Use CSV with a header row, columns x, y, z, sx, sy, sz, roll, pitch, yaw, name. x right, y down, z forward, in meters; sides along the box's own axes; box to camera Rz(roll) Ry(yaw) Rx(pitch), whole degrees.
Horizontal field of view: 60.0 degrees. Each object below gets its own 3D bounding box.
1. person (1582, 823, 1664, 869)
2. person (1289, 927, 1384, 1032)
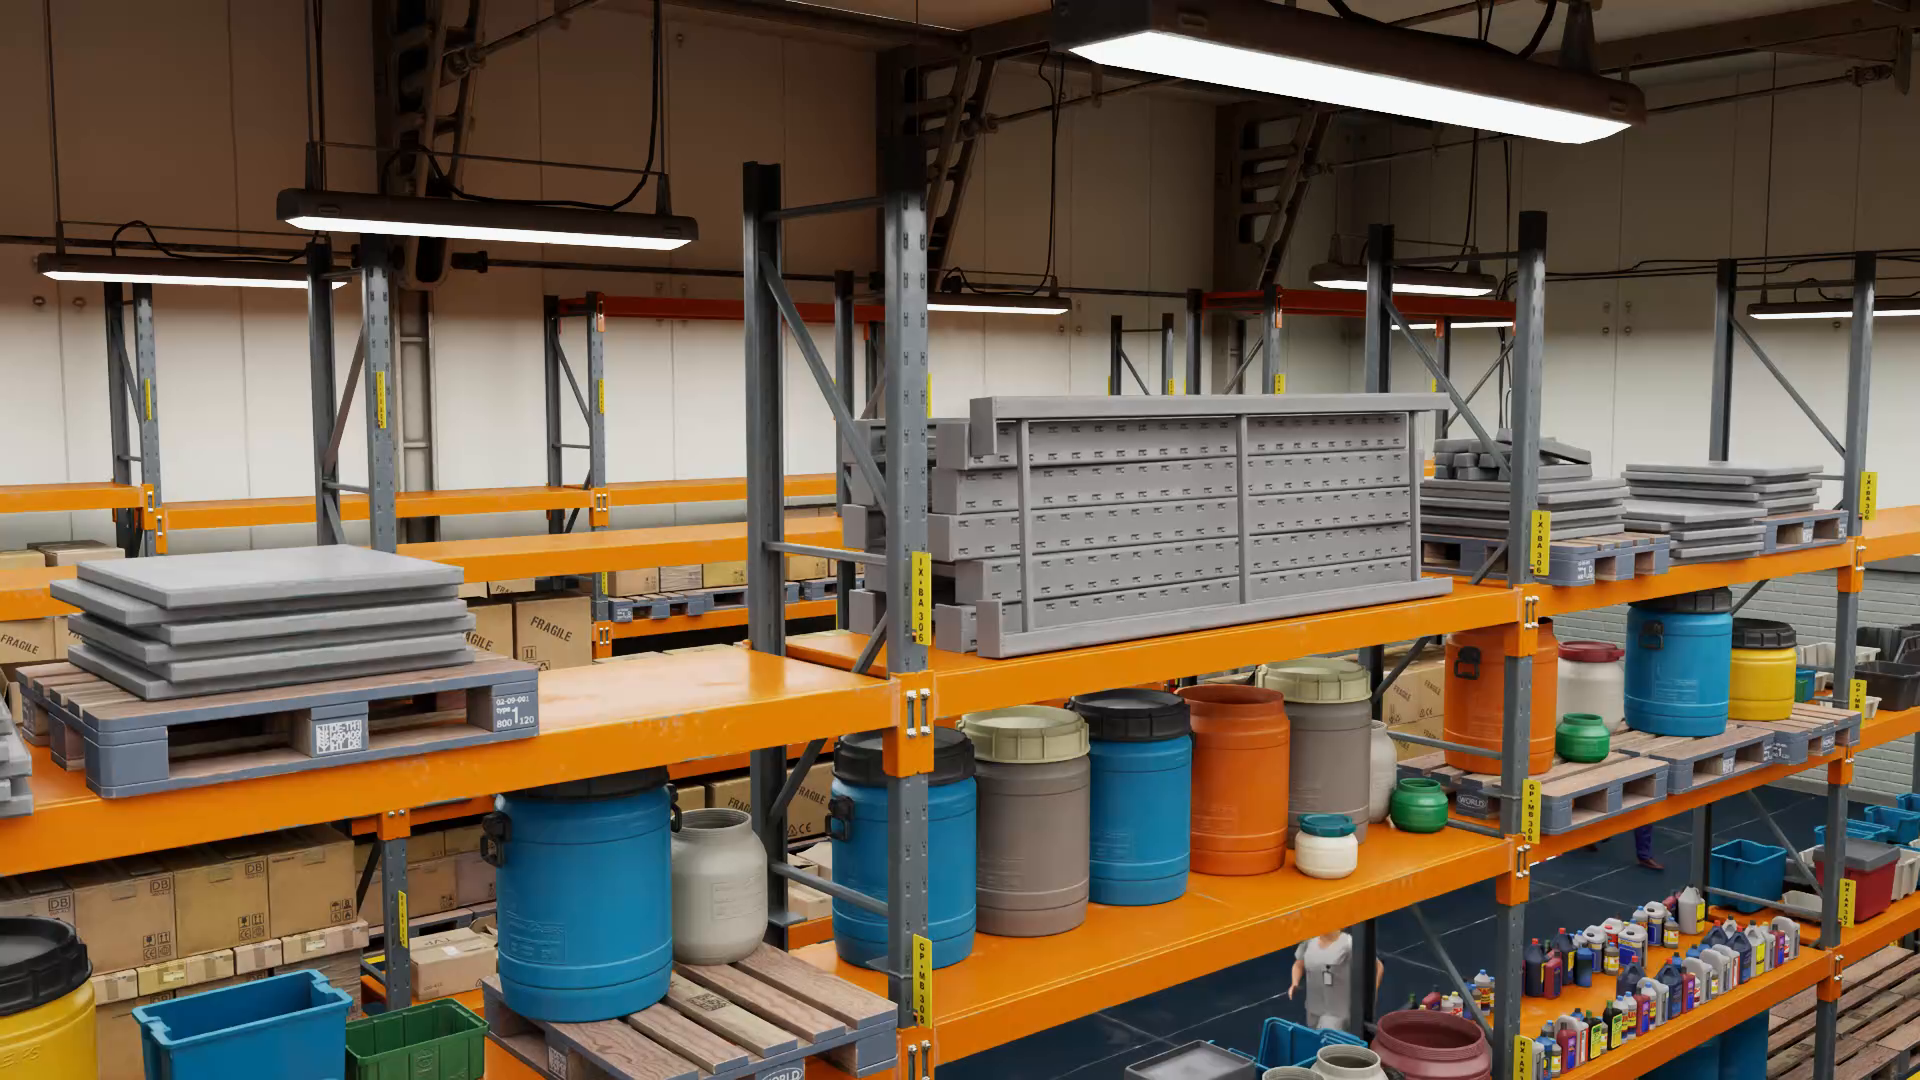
x,y,z,sx,sy,sz,roll,pitch,yaw,name
6.953,2.712,17.756,0.674,1.499,0.946,-3,6,-28,person
2.514,3.254,11.339,0.674,1.681,0.588,-4,7,-39,person
